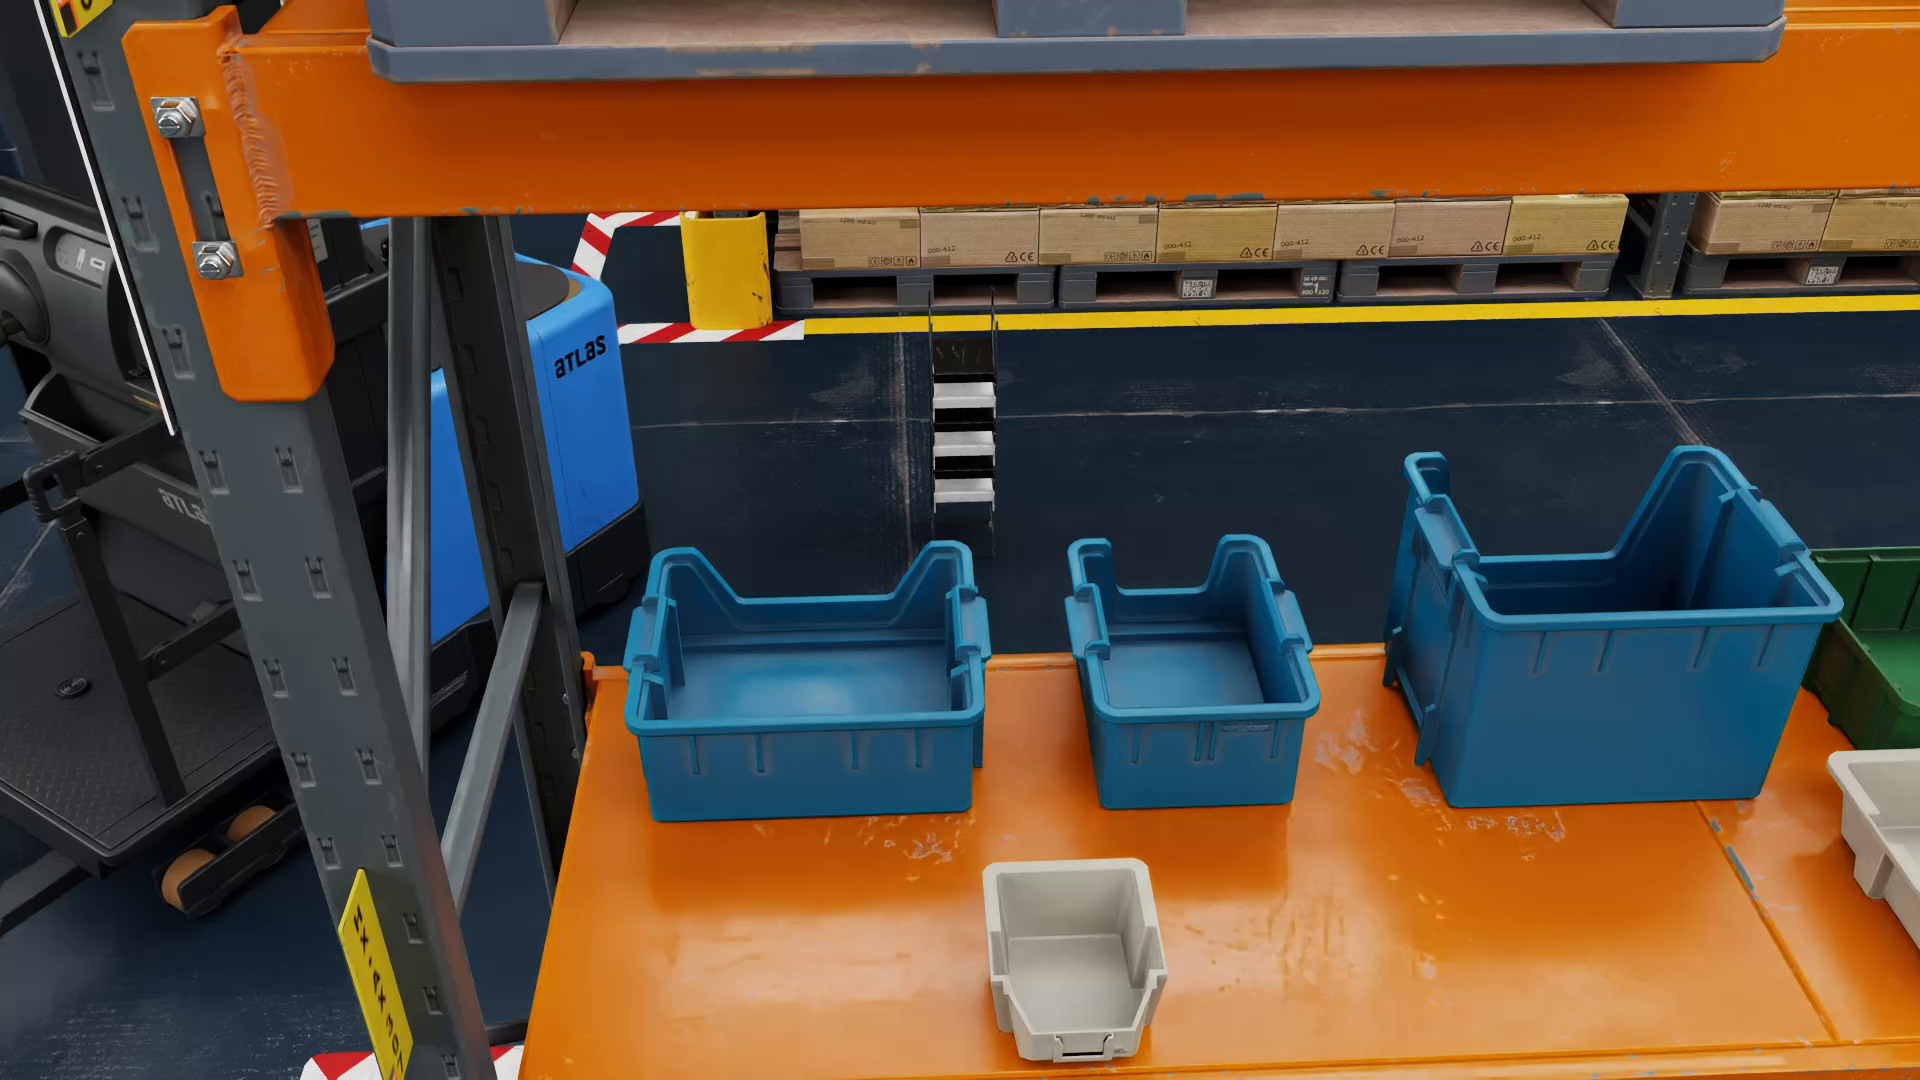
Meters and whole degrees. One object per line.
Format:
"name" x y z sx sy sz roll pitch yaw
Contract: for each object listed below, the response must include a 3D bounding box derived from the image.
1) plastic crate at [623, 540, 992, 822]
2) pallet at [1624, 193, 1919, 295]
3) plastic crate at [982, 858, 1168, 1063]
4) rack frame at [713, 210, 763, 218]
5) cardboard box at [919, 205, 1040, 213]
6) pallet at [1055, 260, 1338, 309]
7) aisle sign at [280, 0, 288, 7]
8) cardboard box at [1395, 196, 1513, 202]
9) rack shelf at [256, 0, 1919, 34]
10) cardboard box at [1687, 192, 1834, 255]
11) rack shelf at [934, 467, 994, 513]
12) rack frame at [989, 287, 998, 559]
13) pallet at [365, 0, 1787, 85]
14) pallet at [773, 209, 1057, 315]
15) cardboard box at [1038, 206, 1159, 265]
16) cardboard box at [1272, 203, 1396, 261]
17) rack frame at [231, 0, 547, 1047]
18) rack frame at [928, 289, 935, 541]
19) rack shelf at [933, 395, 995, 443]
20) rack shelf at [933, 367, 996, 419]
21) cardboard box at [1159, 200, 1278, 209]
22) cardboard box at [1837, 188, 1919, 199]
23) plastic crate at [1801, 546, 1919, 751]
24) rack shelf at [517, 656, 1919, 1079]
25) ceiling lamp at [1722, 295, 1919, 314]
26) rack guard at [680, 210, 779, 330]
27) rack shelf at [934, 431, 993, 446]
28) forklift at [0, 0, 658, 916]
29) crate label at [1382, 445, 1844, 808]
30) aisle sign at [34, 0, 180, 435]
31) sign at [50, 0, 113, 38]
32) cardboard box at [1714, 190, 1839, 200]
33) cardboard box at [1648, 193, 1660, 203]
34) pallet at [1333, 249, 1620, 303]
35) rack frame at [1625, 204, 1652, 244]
"plastic crate" -0.258 0.237 2.902 0.616 0.251 0.499 -2 35 -2
"pallet" 3.755 -1.460 7.674 1.213 0.211 1.003 -2 35 -2
"plastic crate" 0.165 0.627 2.440 0.250 0.136 0.298 -2 35 -2
"rack frame" -0.975 -2.456 6.664 0.127 3.000 1.000 -2 35 -2
"cardboard box" 0.071 -1.709 6.972 0.500 0.500 0.500 -2 35 -2
"pallet" 1.003 -1.385 7.566 1.213 0.211 1.003 -2 35 -2
"aisle sign" -0.830 -0.877 2.096 0.004 0.787 0.394 -2 35 -2
"cardboard box" 2.068 -1.771 7.061 0.500 0.500 0.500 -2 35 -2
"rack shelf" 1.254 -0.713 1.968 3.809 0.124 0.919 -2 35 -2
"cardboard box" 3.435 -1.476 7.294 0.500 0.250 0.500 -2 35 -3
"rack shelf" 0.008 -0.195 5.616 0.200 0.077 0.258 -2 35 -2
"rack frame" 0.110 -0.373 5.498 0.006 0.900 0.240 -2 35 -2
"pallet" 0.087 -0.763 1.747 1.213 0.211 1.003 -2 35 -2
"pallet" -0.213 -1.354 7.521 1.213 0.211 1.003 -2 35 -2
"cardboard box" 0.570 -1.415 7.206 0.500 0.250 0.500 -2 35 -2
"cardboard box" 1.569 -1.440 7.242 0.500 0.250 0.500 -2 35 -2
"rack frame" -0.744 0.361 2.592 0.053 2.616 0.949 -2 35 -2
"rack frame" -0.093 -0.368 5.490 0.006 0.900 0.240 -2 35 -2
"rack shelf" 0.008 -0.417 5.462 0.200 0.077 0.258 -2 35 -2
"rack shelf" 0.008 -0.491 5.411 0.200 0.077 0.258 -2 35 -2
"cardboard box" 1.070 -1.734 7.007 0.500 0.500 0.500 -2 35 -2
"cardboard box" 3.945 -1.717 7.149 0.500 0.311 0.500 -2 35 -3
"plastic crate" 1.882 0.215 2.990 0.662 0.188 0.450 -2 35 -2
"rack shelf" 1.254 0.521 2.822 3.809 0.124 0.919 -2 35 -2
"ceiling lamp" 5.331 -1.069 7.294 4.000 0.001 0.159 -2 35 -2
"rack guard" -0.999 -1.428 7.374 0.348 0.500 1.175 -2 35 -2
"rack shelf" 0.008 -0.360 5.502 0.190 0.026 0.221 -2 35 -2
"forklift" -2.306 -0.561 3.985 1.130 2.935 3.031 25 42 31
"crate label" 1.081 0.141 2.879 0.616 0.435 0.502 -2 35 -2
"aisle sign" -0.802 -0.541 1.612 0.004 0.787 0.394 -2 35 -2
"sign" -0.723 -0.565 1.287 0.005 0.325 0.100 -2 35 -2
"cardboard box" 3.445 -1.706 7.134 0.500 0.311 0.500 -1 35 -2
"cardboard box" 3.421 -1.782 7.736 0.500 0.250 0.500 -2 35 -3
"pallet" 2.224 -1.420 7.616 1.213 0.211 1.003 -2 35 -2
"rack frame" 3.020 -2.566 6.822 0.053 2.616 0.949 -2 35 -2
